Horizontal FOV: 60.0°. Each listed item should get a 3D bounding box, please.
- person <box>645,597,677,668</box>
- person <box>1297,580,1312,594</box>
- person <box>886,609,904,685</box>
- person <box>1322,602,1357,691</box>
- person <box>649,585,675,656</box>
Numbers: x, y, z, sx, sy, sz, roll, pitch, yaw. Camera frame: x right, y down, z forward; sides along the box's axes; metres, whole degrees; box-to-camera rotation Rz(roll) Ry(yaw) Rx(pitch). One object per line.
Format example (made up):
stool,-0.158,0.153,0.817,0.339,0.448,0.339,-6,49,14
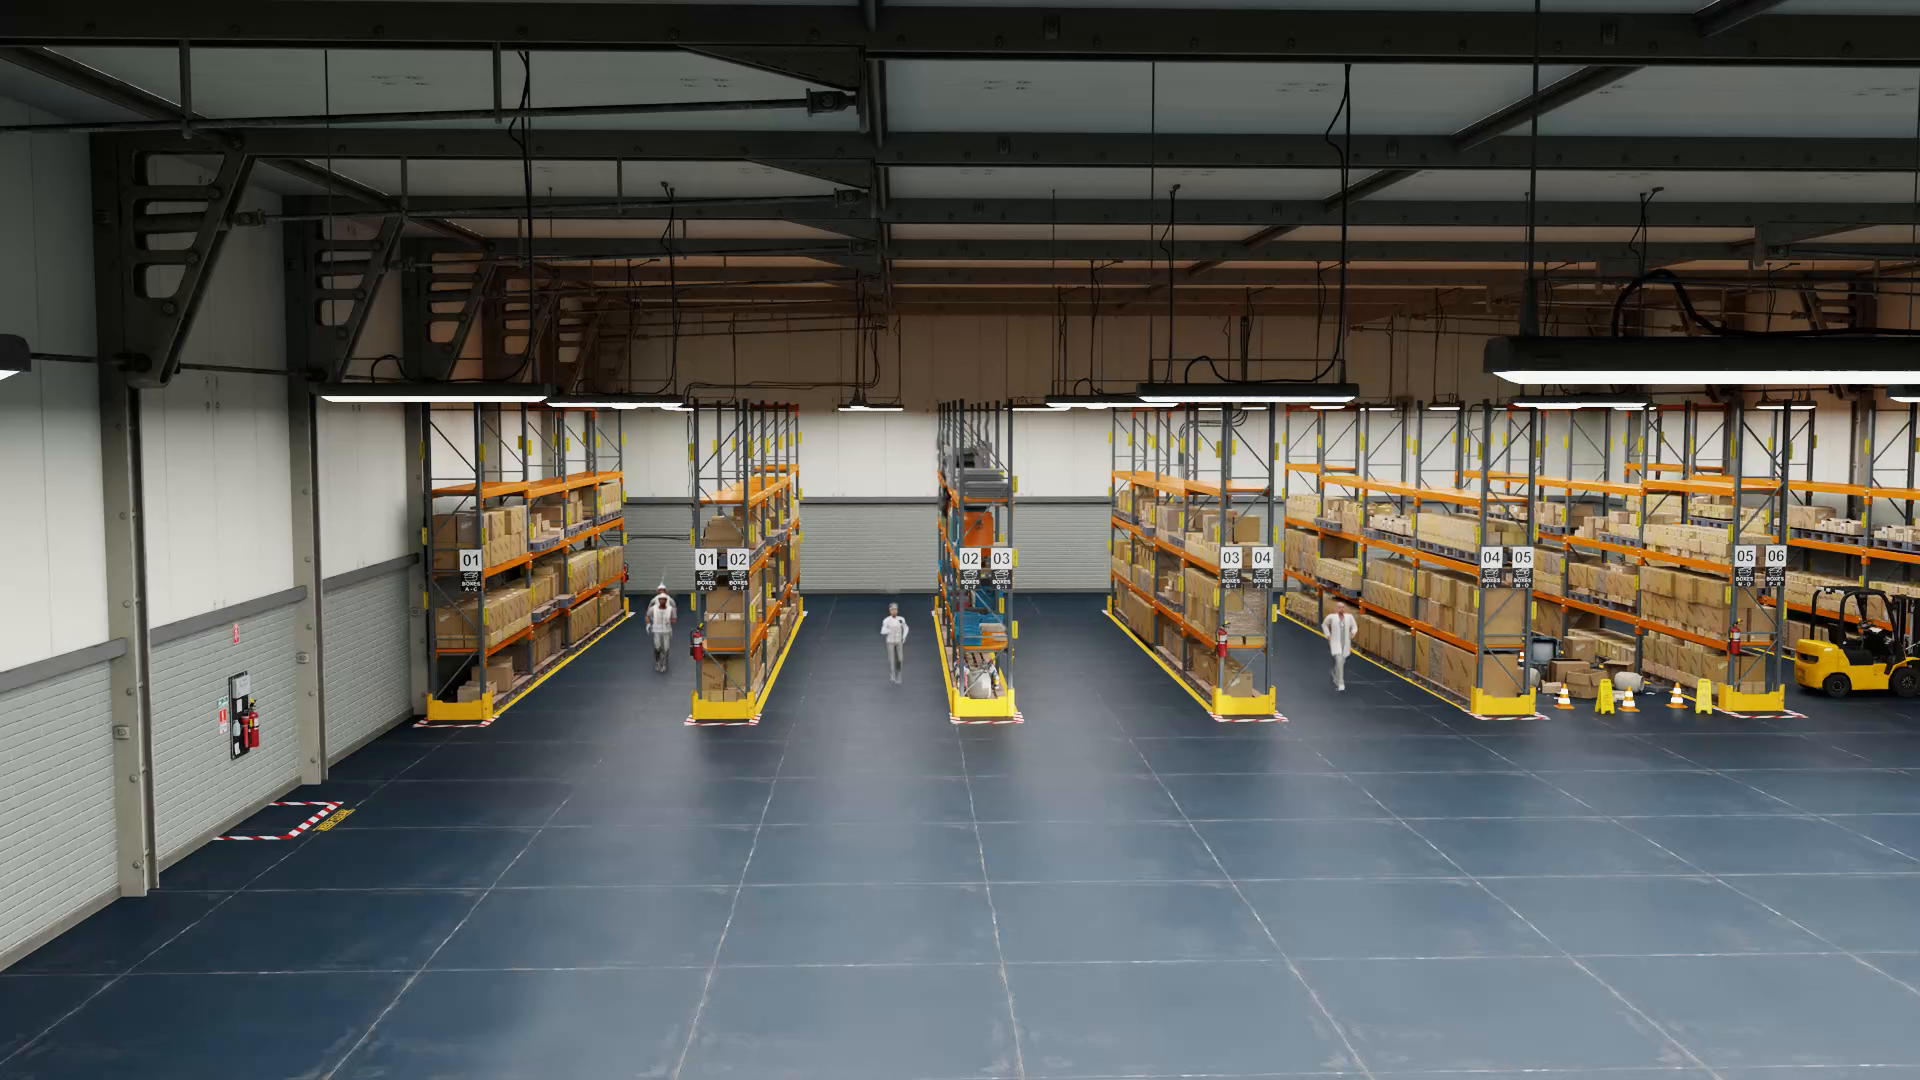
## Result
person,-6.567,2.037,36.660,0.677,1.655,0.651,-1,4,-15
person,10.175,1.142,49.079,0.739,1.706,0.731,3,6,38
person,-1.381,2.212,35.053,0.358,1.660,0.558,-1,4,-8
person,7.930,2.181,34.676,0.703,1.795,0.981,-1,4,-7
person,-6.914,1.914,38.656,0.623,1.740,0.538,-1,4,-14
